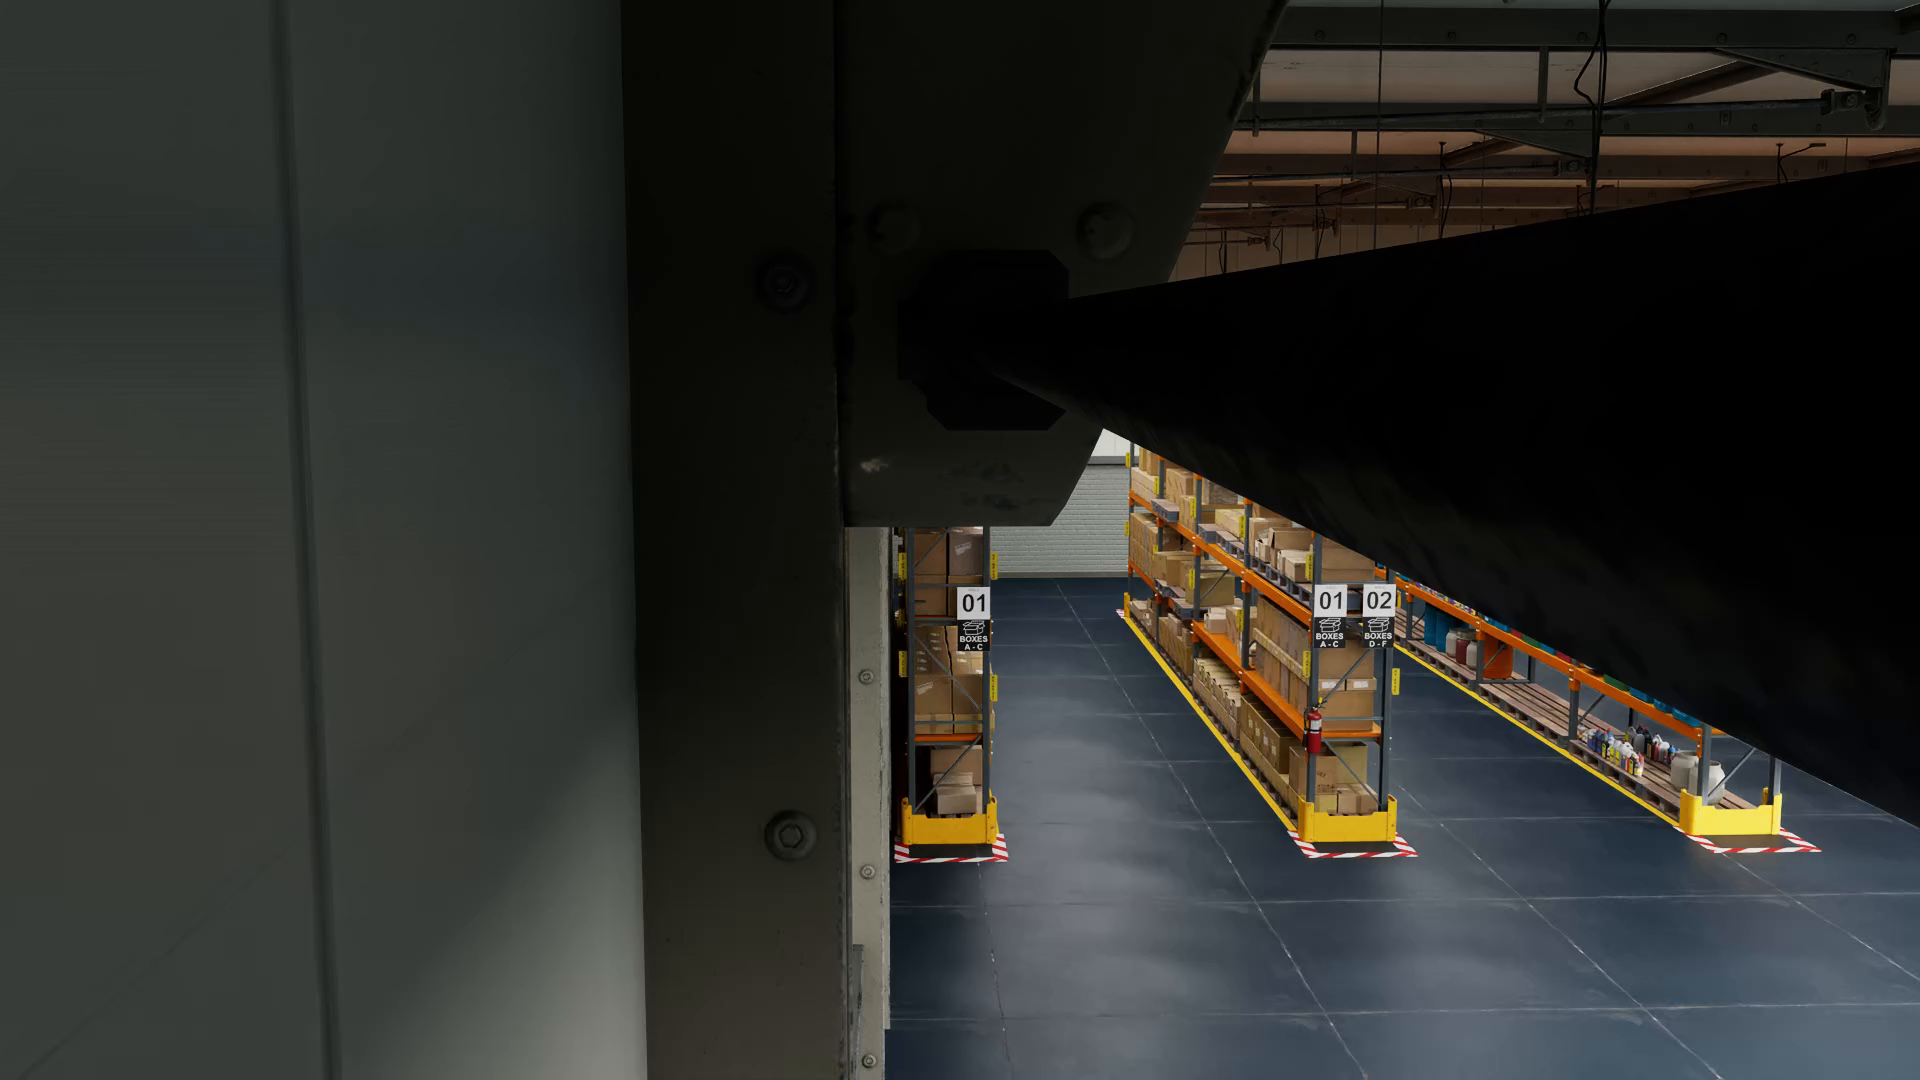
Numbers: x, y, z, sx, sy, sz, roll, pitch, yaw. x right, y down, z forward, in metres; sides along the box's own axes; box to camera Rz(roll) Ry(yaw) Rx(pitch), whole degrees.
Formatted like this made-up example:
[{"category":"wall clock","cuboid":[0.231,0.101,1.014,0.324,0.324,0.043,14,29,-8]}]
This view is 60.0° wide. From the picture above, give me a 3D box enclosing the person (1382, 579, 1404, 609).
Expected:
[{"category":"person","cuboid":[9.617,0.723,37.536,0.840,1.673,0.641,2,8,14]}]
